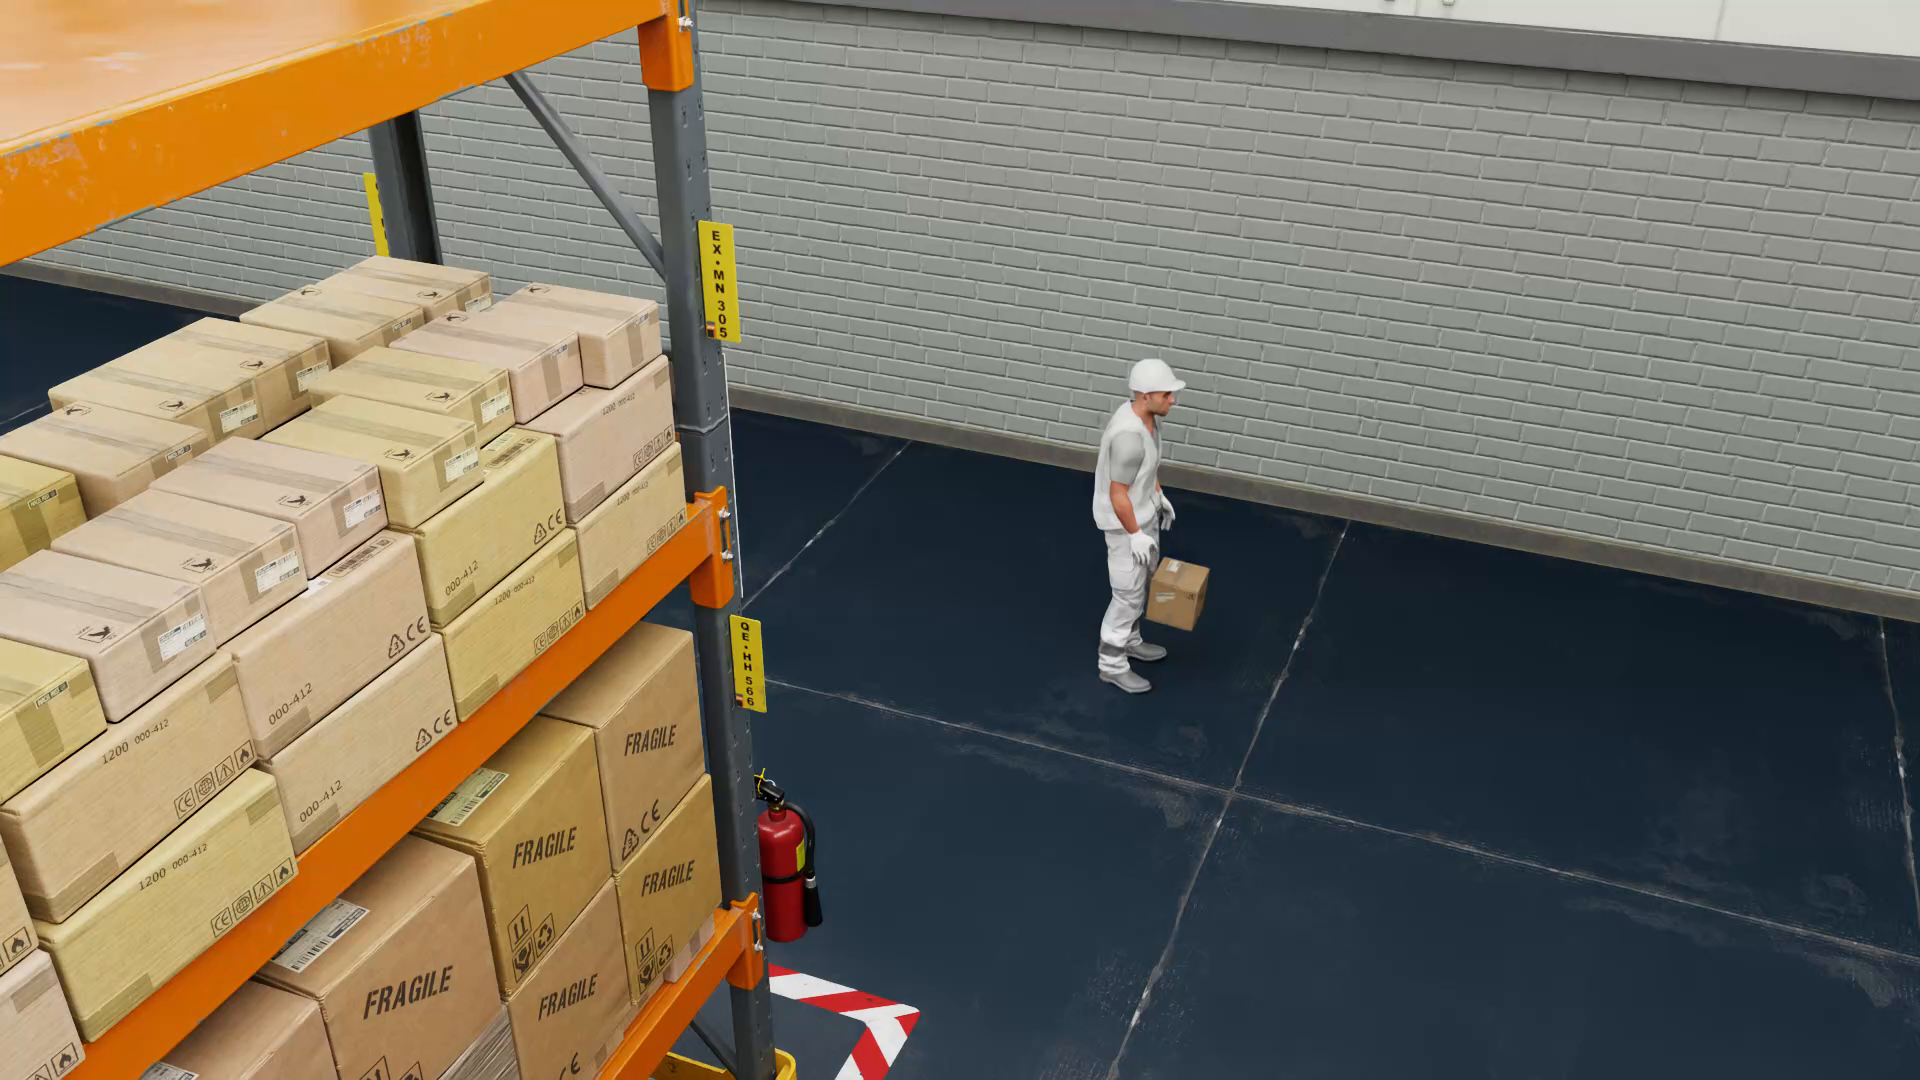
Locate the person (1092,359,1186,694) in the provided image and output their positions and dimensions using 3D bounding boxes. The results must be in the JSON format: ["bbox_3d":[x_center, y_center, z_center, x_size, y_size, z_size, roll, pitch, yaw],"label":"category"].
[{"bbox_3d":[0.901,-0.101,8.559,0.417,1.785,0.553,10,31,18],"label":"person"}]
